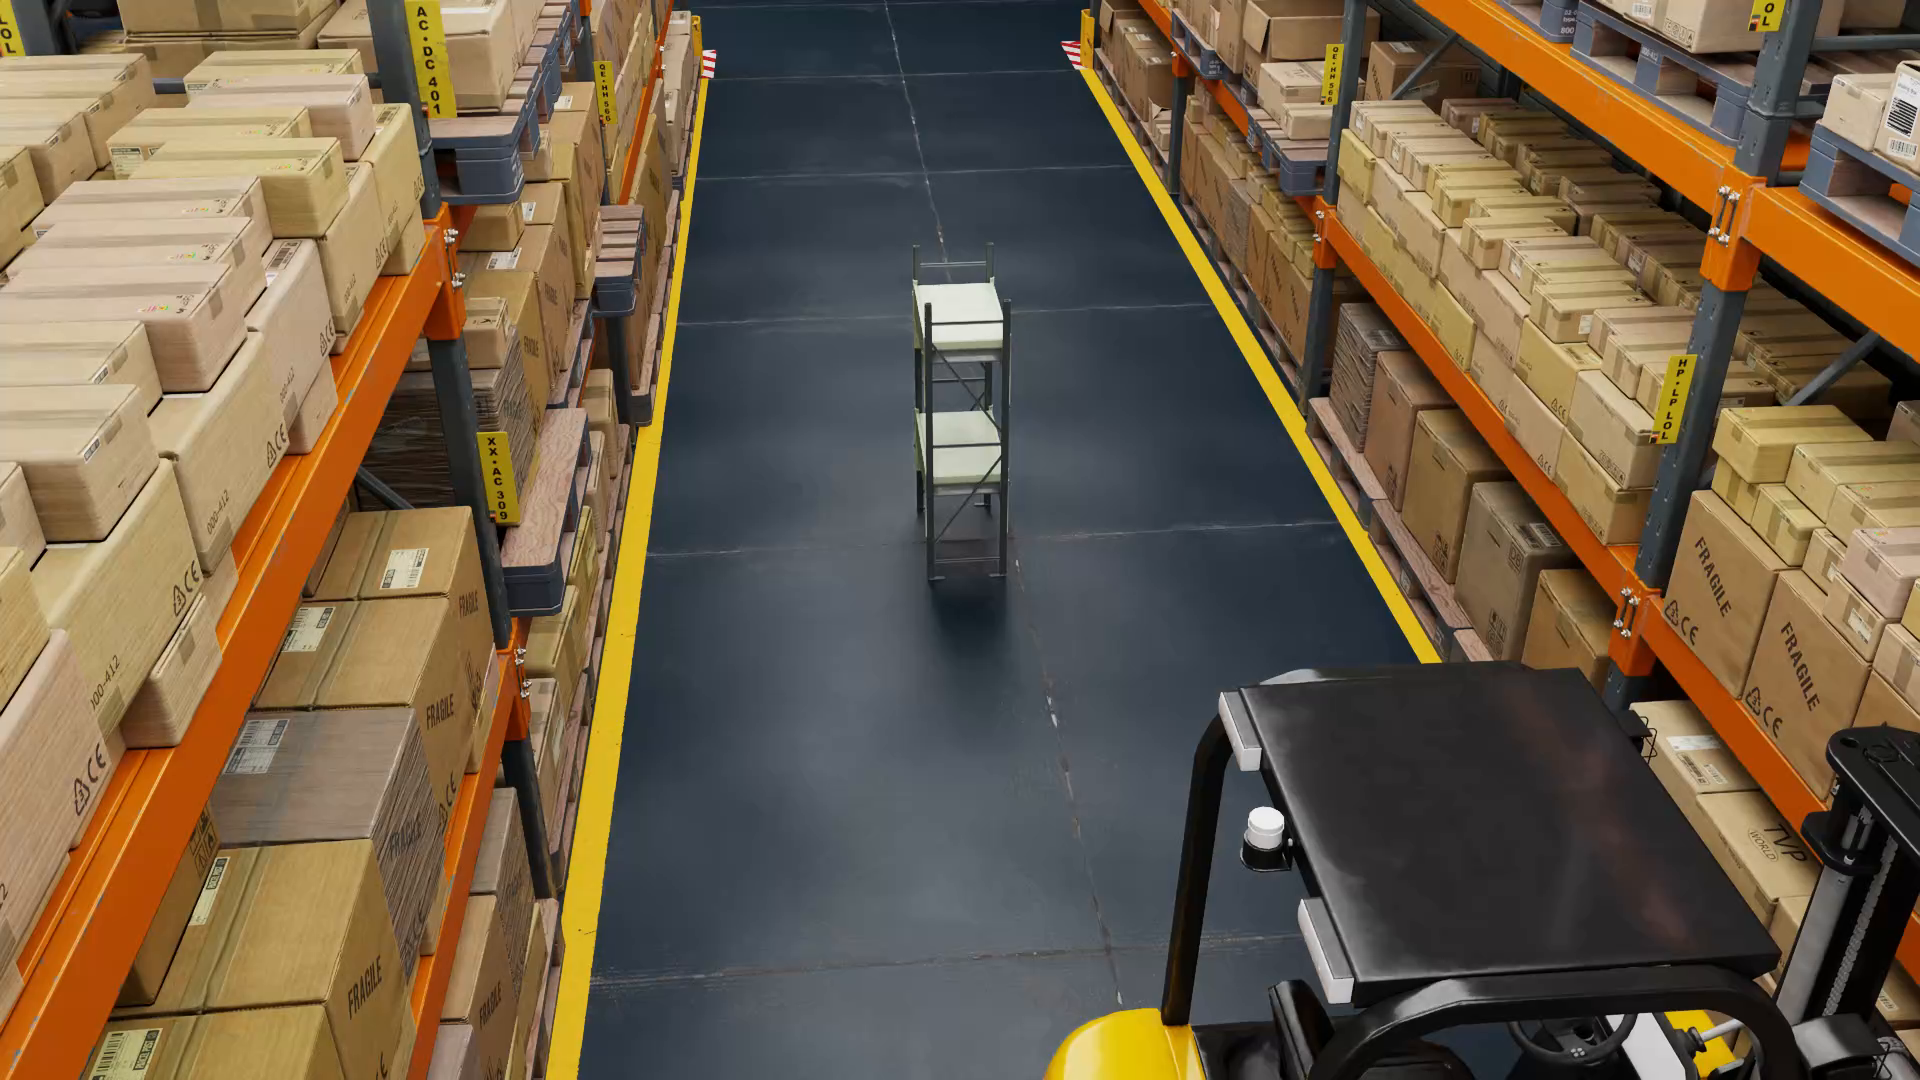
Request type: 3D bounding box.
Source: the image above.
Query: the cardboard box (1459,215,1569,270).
[{"bbox_3d":[2.421,-1.304,7.278,0.380,0.149,0.250,-4,31,-6],"label":"cardboard box"}]

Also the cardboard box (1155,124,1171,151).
[{"bbox_3d":[1.833,-3.347,13.799,0.380,0.149,0.250,-4,31,-6],"label":"cardboard box"}]

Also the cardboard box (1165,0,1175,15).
[{"bbox_3d":[1.851,-4.295,13.261,0.380,0.149,0.250,-2,31,-3],"label":"cardboard box"}]

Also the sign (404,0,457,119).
[{"bbox_3d":[-1.477,-1.336,4.632,0.100,0.325,0.005,-3,31,-5],"label":"sign"}]

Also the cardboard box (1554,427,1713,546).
[{"bbox_3d":[2.618,-0.217,6.334,0.500,0.250,0.500,-2,31,-3],"label":"cardboard box"}]

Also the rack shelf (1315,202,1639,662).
[{"bbox_3d":[2.738,-0.748,7.779,1.077,0.370,4.000,-3,31,-5],"label":"rack shelf"}]

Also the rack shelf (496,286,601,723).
[{"bbox_3d":[-2.203,-0.509,7.378,1.077,0.370,4.000,-3,31,-5],"label":"rack shelf"}]

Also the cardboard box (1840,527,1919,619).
[{"bbox_3d":[2.729,0.087,4.659,0.380,0.149,0.250,-2,31,-3],"label":"cardboard box"}]

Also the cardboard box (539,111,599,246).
[{"bbox_3d":[-2.012,-1.707,7.886,0.500,0.500,0.500,-3,31,-5],"label":"cardboard box"}]

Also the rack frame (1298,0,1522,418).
[{"bbox_3d":[2.552,-2.078,9.304,1.000,3.000,0.127,-3,31,-5],"label":"rack frame"}]

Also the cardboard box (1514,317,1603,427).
[{"bbox_3d":[2.570,-0.687,6.634,0.500,0.250,0.500,-4,31,-6],"label":"cardboard box"}]

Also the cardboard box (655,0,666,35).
[{"bbox_3d":[-2.547,-4.176,12.719,0.500,0.500,0.500,-2,31,-3],"label":"cardboard box"}]

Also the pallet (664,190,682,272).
[{"bbox_3d":[-2.617,-2.293,12.384,1.003,0.211,1.213,-3,31,-5],"label":"pallet"}]

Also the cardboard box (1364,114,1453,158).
[{"bbox_3d":[2.314,-2.087,8.588,0.380,0.149,0.250,-2,31,-4],"label":"cardboard box"}]

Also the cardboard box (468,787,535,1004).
[{"bbox_3d":[-1.694,1.171,5.405,0.500,0.500,0.500,-3,31,-5],"label":"cardboard box"}]

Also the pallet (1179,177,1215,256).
[{"bbox_3d":[2.291,-2.510,12.746,1.003,0.211,1.213,-3,31,-5],"label":"pallet"}]

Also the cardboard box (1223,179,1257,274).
[{"bbox_3d":[2.143,-2.178,11.500,0.500,0.500,0.500,-4,31,-6],"label":"cardboard box"}]

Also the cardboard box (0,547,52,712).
[{"bbox_3d":[-1.423,0.142,2.129,0.380,0.149,0.250,-3,31,-5],"label":"cardboard box"}]

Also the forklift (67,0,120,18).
[{"bbox_3d":[-5.060,-2.237,9.637,1.130,2.935,3.031,-2,31,-3],"label":"forklift"}]

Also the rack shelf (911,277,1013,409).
[{"bbox_3d":[0.001,-0.976,8.160,0.431,0.370,0.720,-3,31,-5],"label":"rack shelf"}]

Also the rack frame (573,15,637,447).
[{"bbox_3d":[-2.390,-1.839,8.903,1.000,3.000,0.127,-3,31,-5],"label":"rack frame"}]

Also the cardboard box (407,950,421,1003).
[{"bbox_3d":[-1.591,1.112,4.209,0.380,0.149,0.250,-3,31,-5],"label":"cardboard box"}]

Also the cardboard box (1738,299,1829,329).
[{"bbox_3d":[3.111,-0.814,6.458,0.380,0.149,0.250,-3,31,-5],"label":"cardboard box"}]

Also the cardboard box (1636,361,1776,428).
[{"bbox_3d":[2.672,-0.521,5.968,0.380,0.149,0.250,-2,31,-3],"label":"cardboard box"}]

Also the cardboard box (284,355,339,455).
[{"bbox_3d":[-1.601,-0.304,3.653,0.380,0.149,0.250,-2,31,-3],"label":"cardboard box"}]

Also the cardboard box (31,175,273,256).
[{"bbox_3d":[-1.657,-0.636,3.432,0.380,0.149,0.250,-3,31,-6],"label":"cardboard box"}]

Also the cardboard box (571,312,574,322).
[{"bbox_3d":[-1.902,-0.968,7.280,0.380,0.149,0.250,-4,31,-6],"label":"cardboard box"}]

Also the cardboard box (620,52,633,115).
[{"bbox_3d":[-2.273,-2.778,10.135,0.500,0.250,0.500,-3,31,-5],"label":"cardboard box"}]

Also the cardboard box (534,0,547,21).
[{"bbox_3d":[-1.789,-2.033,6.039,0.500,0.250,0.500,-3,31,-5],"label":"cardboard box"}]

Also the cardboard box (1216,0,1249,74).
[{"bbox_3d":[2.122,-3.421,11.045,0.700,0.500,0.500,-3,31,-5],"label":"cardboard box"}]

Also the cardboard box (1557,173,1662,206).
[{"bbox_3d":[3.028,-1.597,7.769,0.380,0.149,0.250,-3,31,-5],"label":"cardboard box"}]

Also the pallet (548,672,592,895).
[{"bbox_3d":[-2.091,1.003,6.864,1.003,0.211,1.213,-3,31,-5],"label":"pallet"}]

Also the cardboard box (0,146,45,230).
[{"bbox_3d":[-2.245,-0.740,3.606,0.380,0.149,0.250,-3,31,-5],"label":"cardboard box"}]

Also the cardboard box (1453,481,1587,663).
[{"bbox_3d":[2.800,0.141,7.496,0.875,0.625,0.625,-3,31,-5],"label":"cardboard box"}]

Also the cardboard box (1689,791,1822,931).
[{"bbox_3d":[2.696,1.058,5.350,0.500,0.250,0.500,-3,31,-5],"label":"cardboard box"}]

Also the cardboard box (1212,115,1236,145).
[{"bbox_3d":[2.085,-3.042,12.313,0.380,0.149,0.250,-4,31,-7],"label":"cardboard box"}]

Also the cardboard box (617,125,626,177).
[{"bbox_3d":[-2.251,-2.297,9.817,0.500,0.250,0.500,-4,31,-6],"label":"cardboard box"}]

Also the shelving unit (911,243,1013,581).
[{"bbox_3d":[0.001,-0.640,8.360,0.431,1.500,0.755,-3,31,-5],"label":"shelving unit"}]

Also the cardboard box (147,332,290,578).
[{"bbox_3d":[-1.563,-0.157,3.019,0.500,0.250,0.500,-2,31,-4],"label":"cardboard box"}]

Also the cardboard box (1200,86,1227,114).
[{"bbox_3d":[2.018,-3.308,12.468,0.380,0.149,0.250,-4,31,-7],"label":"cardboard box"}]

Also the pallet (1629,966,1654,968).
[{"bbox_3d":[2.958,1.569,5.917,1.003,0.211,1.213,-3,31,-5],"label":"pallet"}]

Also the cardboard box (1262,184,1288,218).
[{"bbox_3d":[2.213,-2.243,10.975,0.380,0.149,0.250,-3,31,-5],"label":"cardboard box"}]

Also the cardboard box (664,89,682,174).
[{"bbox_3d":[-2.716,-3.287,13.417,0.875,0.438,0.875,-3,31,-5],"label":"cardboard box"}]

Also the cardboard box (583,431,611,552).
[{"bbox_3d":[-2.270,-0.226,8.355,0.950,0.372,0.625,-3,31,-6],"label":"cardboard box"}]

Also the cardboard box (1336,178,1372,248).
[{"bbox_3d":[2.350,-1.776,8.944,0.500,0.250,0.500,-3,31,-4],"label":"cardboard box"}]

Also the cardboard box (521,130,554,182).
[{"bbox_3d":[-1.956,-1.646,7.151,0.380,0.149,0.250,-4,31,-7],"label":"cardboard box"}]

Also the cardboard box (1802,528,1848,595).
[{"bbox_3d":[2.771,0.082,4.958,0.380,0.149,0.250,-3,31,-5],"label":"cardboard box"}]

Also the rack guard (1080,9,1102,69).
[{"bbox_3d":[1.811,-5.051,16.719,1.175,0.500,0.348,-3,31,-5],"label":"rack guard"}]

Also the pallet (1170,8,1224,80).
[{"bbox_3d":[2.144,-3.625,12.081,1.003,0.211,1.213,-3,31,-5],"label":"pallet"}]

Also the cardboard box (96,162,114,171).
[{"bbox_3d":[-2.248,-0.910,4.279,0.500,0.250,0.500,-3,31,-6],"label":"cardboard box"}]

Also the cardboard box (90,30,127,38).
[{"bbox_3d":[-7.755,-4.588,15.296,0.380,0.149,0.250,-2,31,-4],"label":"cardboard box"}]

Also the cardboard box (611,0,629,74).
[{"bbox_3d":[-2.282,-3.092,9.929,0.500,0.500,0.500,-2,31,-3],"label":"cardboard box"}]

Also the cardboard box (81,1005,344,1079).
[{"bbox_3d":[-1.511,1.296,3.268,0.500,0.500,0.500,-3,31,-6],"label":"cardboard box"}]
